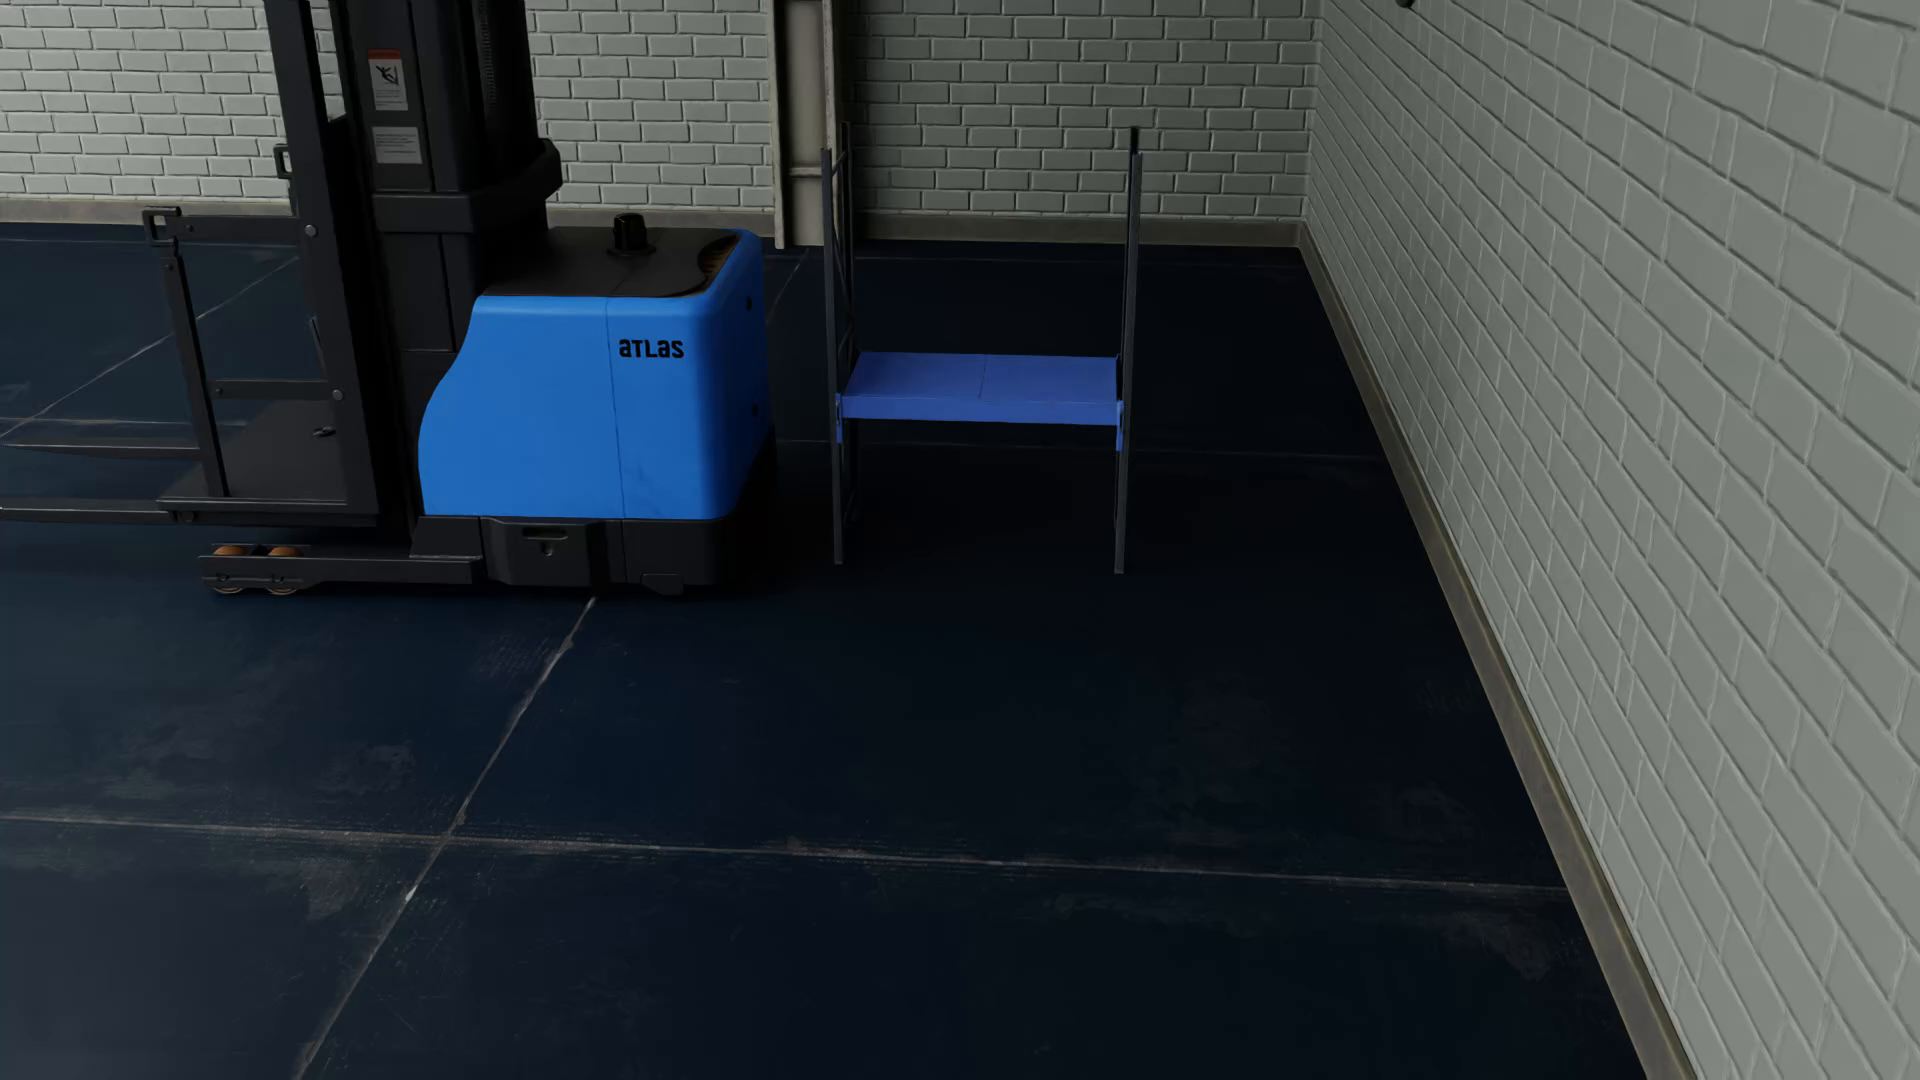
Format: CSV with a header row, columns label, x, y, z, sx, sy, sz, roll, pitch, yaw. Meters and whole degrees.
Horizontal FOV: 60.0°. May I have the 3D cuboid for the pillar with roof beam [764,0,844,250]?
label,x,y,z,sx,sy,sz,roll,pitch,yaw
pillar with roof beam,-1.240,-4.120,4.439,0.400,9.000,9.100,2,25,4

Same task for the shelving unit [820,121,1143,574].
label,x,y,z,sx,sy,sz,roll,pitch,yaw
shelving unit,0.085,-0.679,5.931,1.048,1.500,0.538,2,25,4

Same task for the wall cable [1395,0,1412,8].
label,x,y,z,sx,sy,sz,roll,pitch,yaw
wall cable,1.926,-3.858,7.584,0.112,2.526,3.097,2,25,4

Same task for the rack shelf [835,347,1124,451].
label,x,y,z,sx,sy,sz,roll,pitch,yaw
rack shelf,0.085,-0.515,6.006,1.000,0.185,0.538,2,25,4

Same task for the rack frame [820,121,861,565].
label,x,y,z,sx,sy,sz,roll,pitch,yaw
rack frame,-0.422,-0.695,5.966,0.032,1.500,0.500,2,25,4

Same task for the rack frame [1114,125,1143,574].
label,x,y,z,sx,sy,sz,roll,pitch,yaw
rack frame,0.592,-0.662,5.895,0.032,1.500,0.500,2,25,4

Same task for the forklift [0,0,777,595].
label,x,y,z,sx,sy,sz,roll,pitch,yaw
forklift,-2.258,-1.358,5.694,3.031,2.935,1.130,1,25,3
